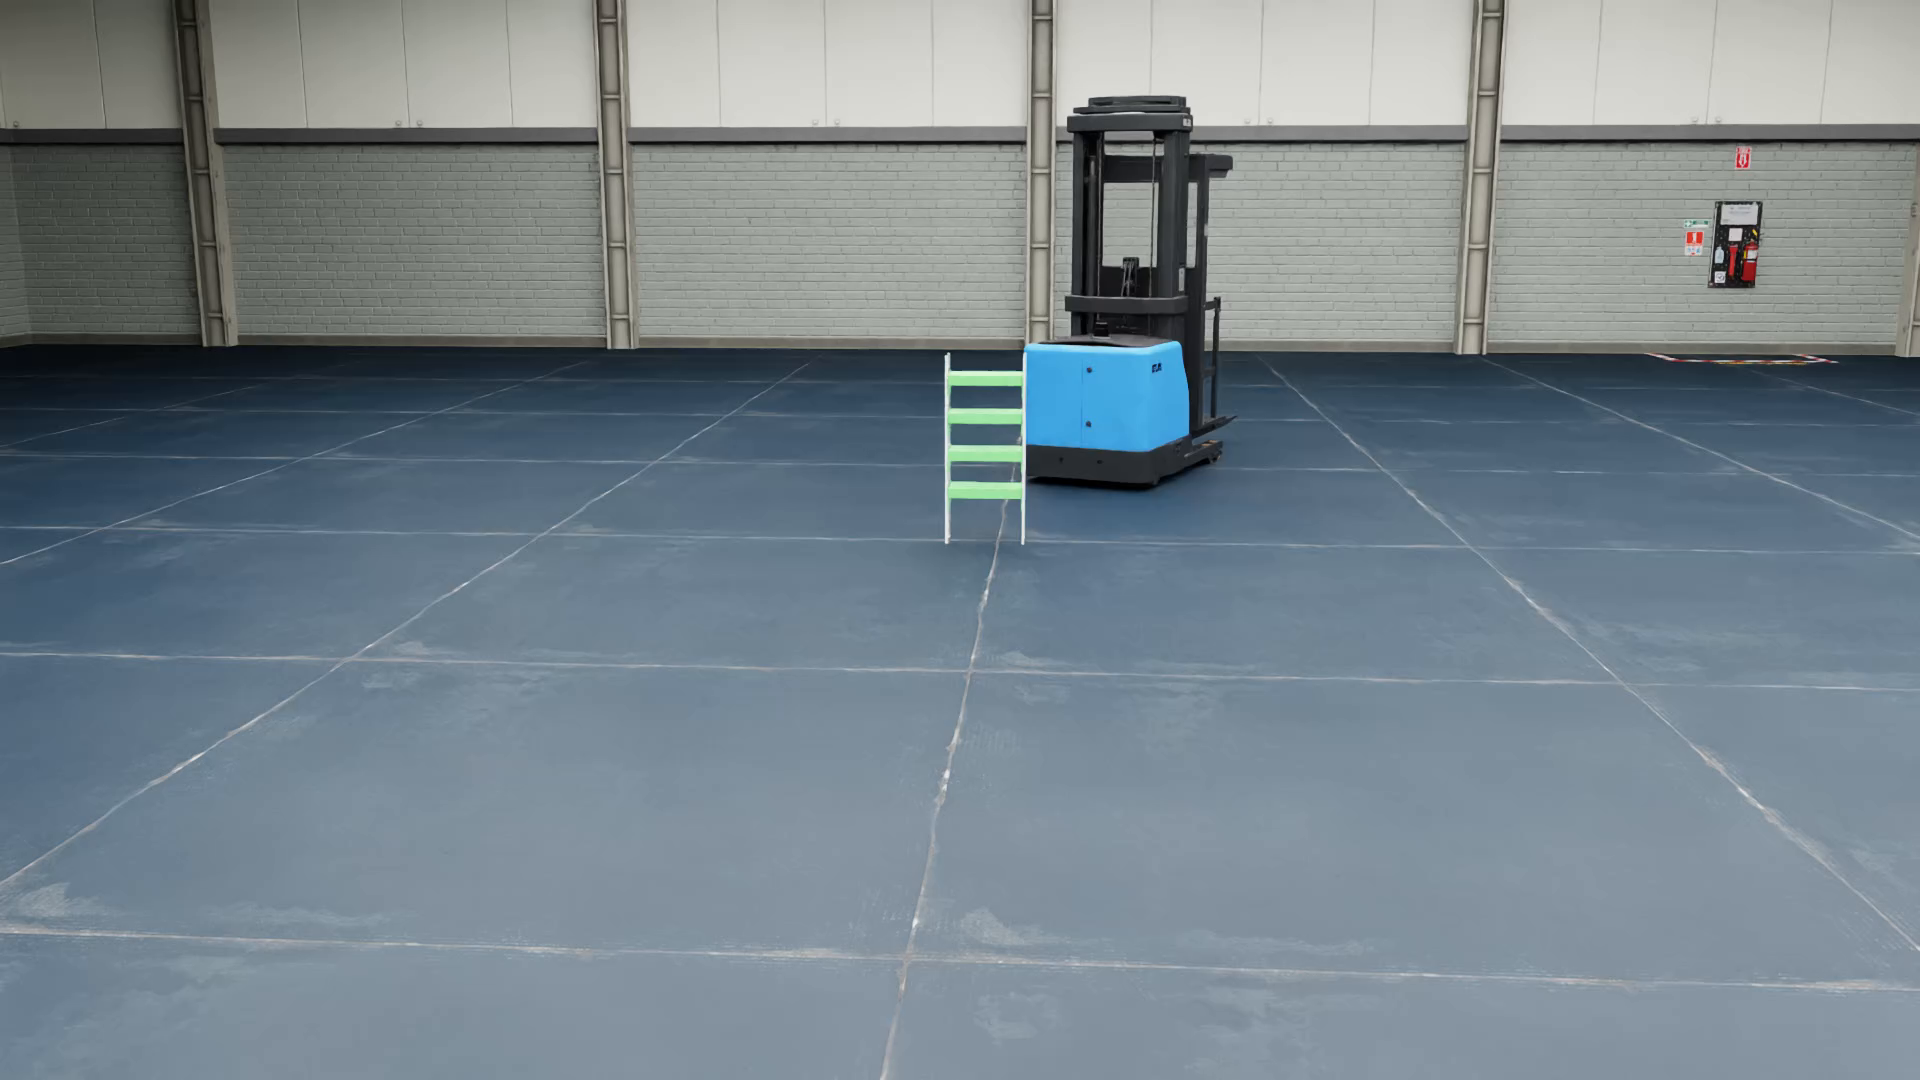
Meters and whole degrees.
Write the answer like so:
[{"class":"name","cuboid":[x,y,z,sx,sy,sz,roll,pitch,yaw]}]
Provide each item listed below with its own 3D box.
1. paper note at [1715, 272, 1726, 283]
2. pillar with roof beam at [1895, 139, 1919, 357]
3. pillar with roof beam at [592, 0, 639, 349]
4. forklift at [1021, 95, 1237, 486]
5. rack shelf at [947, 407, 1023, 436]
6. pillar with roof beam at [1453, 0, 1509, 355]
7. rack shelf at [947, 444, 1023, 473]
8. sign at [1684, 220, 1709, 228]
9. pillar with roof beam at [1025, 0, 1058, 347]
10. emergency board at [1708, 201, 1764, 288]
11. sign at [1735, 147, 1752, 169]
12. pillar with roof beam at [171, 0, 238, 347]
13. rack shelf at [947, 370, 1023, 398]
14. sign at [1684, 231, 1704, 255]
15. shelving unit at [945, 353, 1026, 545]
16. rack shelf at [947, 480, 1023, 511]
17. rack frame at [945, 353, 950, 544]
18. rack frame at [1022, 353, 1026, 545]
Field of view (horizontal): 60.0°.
[{"class":"paper note","cuboid":[10.466,-3.619,22.895,0.142,0.148,0.016,1,12,4]},{"class":"pillar with roof beam","cuboid":[12.813,-6.049,17.708,0.400,9.000,9.100,1,12,4]},{"class":"pillar with roof beam","cuboid":[-5.147,-6.295,18.886,0.400,9.000,9.100,1,12,4]},{"class":"forklift","cuboid":[1.564,-2.105,13.675,1.130,2.935,3.031,6,13,25]},{"class":"rack shelf","cuboid":[0.165,-0.757,10.598,0.480,0.148,0.258,1,12,4]},{"class":"pillar with roof beam","cuboid":[6.827,-6.131,18.101,0.400,9.000,9.100,1,12,4]},{"class":"rack shelf","cuboid":[0.165,-0.522,10.647,0.480,0.148,0.258,1,12,4]},{"class":"sign","cuboid":[10.097,-4.337,22.796,0.331,0.109,0.001,1,12,4]},{"class":"pillar with roof beam","cuboid":[0.840,-6.213,18.493,0.400,9.000,9.100,1,12,4]},{"class":"emergency board","cuboid":[10.638,-4.034,22.726,0.643,1.169,0.194,1,12,4]},{"class":"sign","cuboid":[10.636,-5.189,22.586,0.199,0.298,0.001,1,12,4]},{"class":"pillar with roof beam","cuboid":[-11.133,-6.378,19.278,0.400,9.000,9.100,1,12,4]},{"class":"rack shelf","cuboid":[0.165,-0.992,10.549,0.480,0.148,0.258,1,12,4]},{"class":"sign","cuboid":[10.093,-4.080,22.859,0.234,0.329,0.001,1,12,4]},{"class":"shelving unit","cuboid":[0.165,-0.585,10.634,0.503,1.200,0.258,1,12,4]},{"class":"rack shelf","cuboid":[0.165,-0.288,10.697,0.480,0.148,0.258,1,12,4]},{"class":"rack frame","cuboid":[-0.078,-0.588,10.650,0.015,1.200,0.240,1,12,4]},{"class":"rack frame","cuboid":[0.409,-0.582,10.618,0.015,1.200,0.240,1,12,4]}]
